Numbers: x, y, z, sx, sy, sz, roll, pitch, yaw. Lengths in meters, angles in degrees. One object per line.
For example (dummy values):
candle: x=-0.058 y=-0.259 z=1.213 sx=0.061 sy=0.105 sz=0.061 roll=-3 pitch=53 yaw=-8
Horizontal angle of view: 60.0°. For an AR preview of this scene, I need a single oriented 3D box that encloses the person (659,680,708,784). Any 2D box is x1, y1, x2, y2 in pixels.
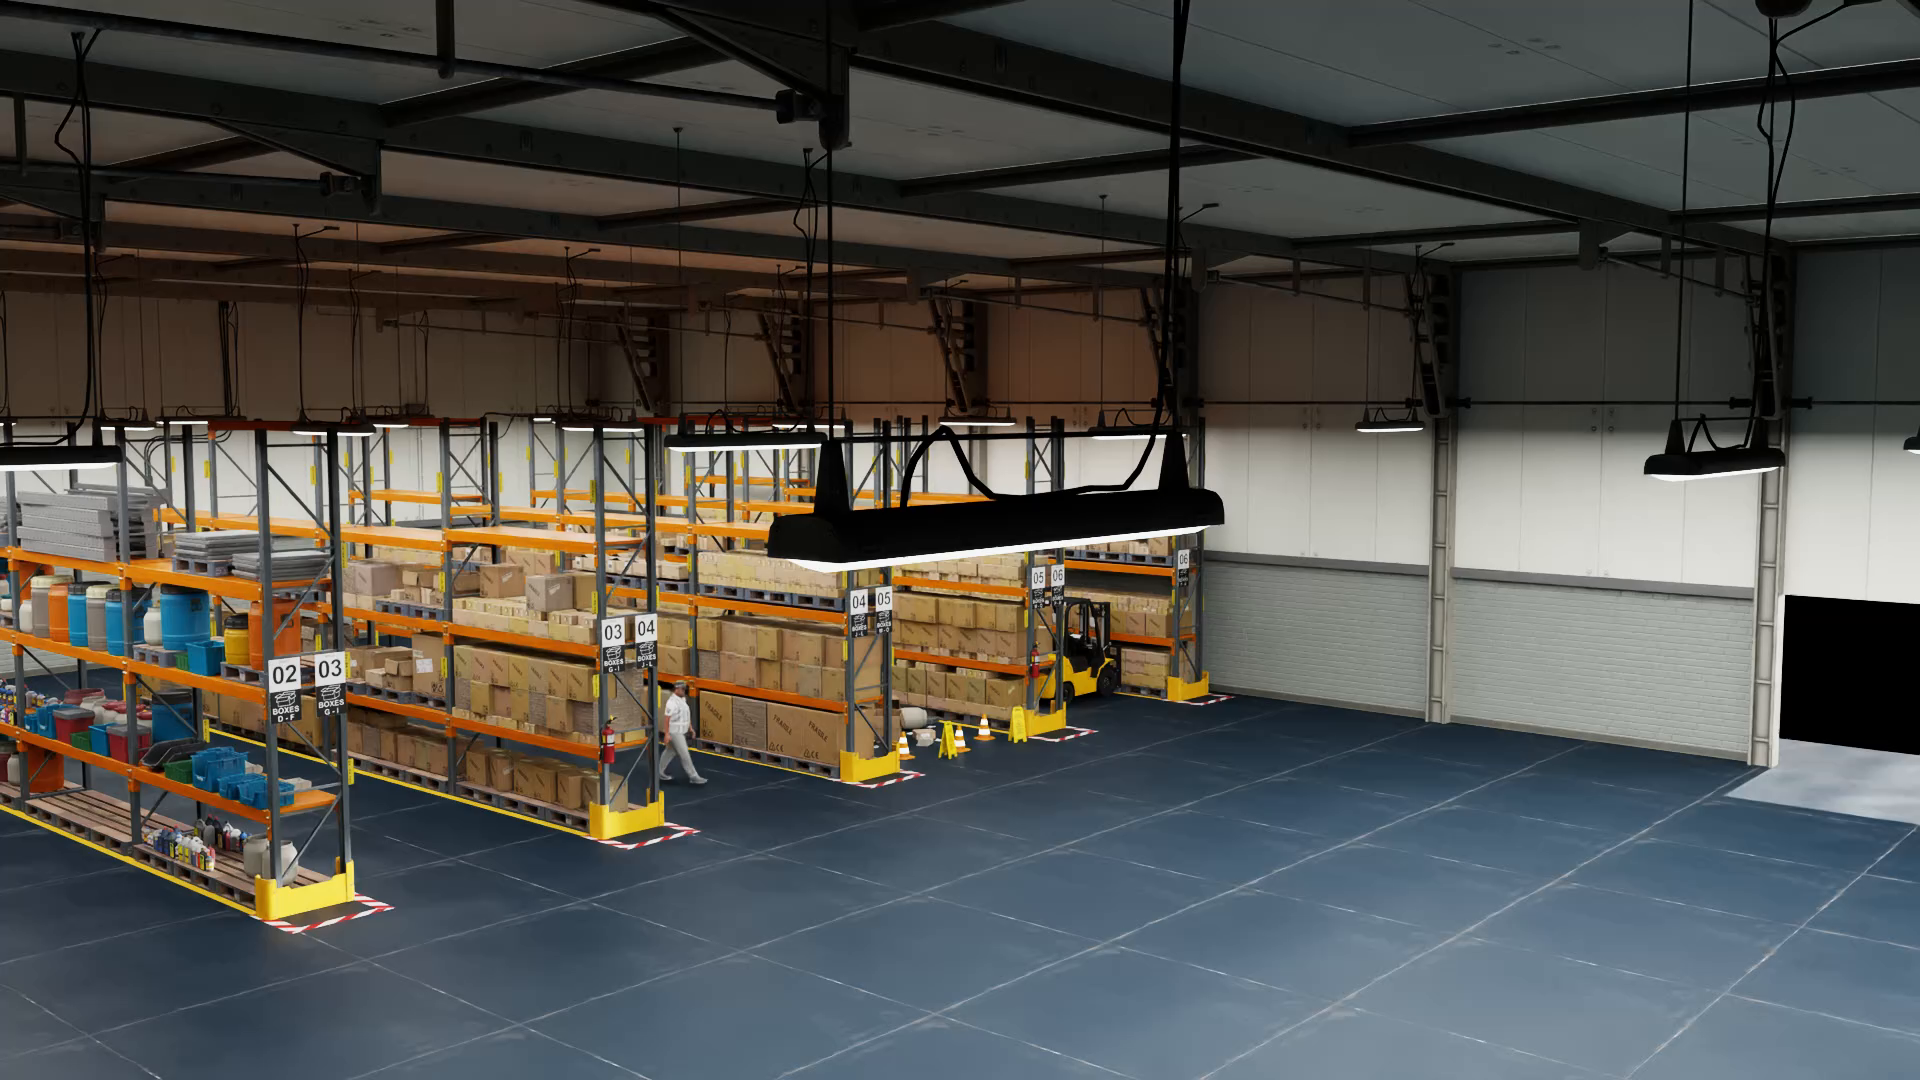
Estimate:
person: x=-4.620 y=3.164 z=27.569 sx=1.021 sy=1.698 sz=0.558 roll=1 pitch=5 yaw=7
